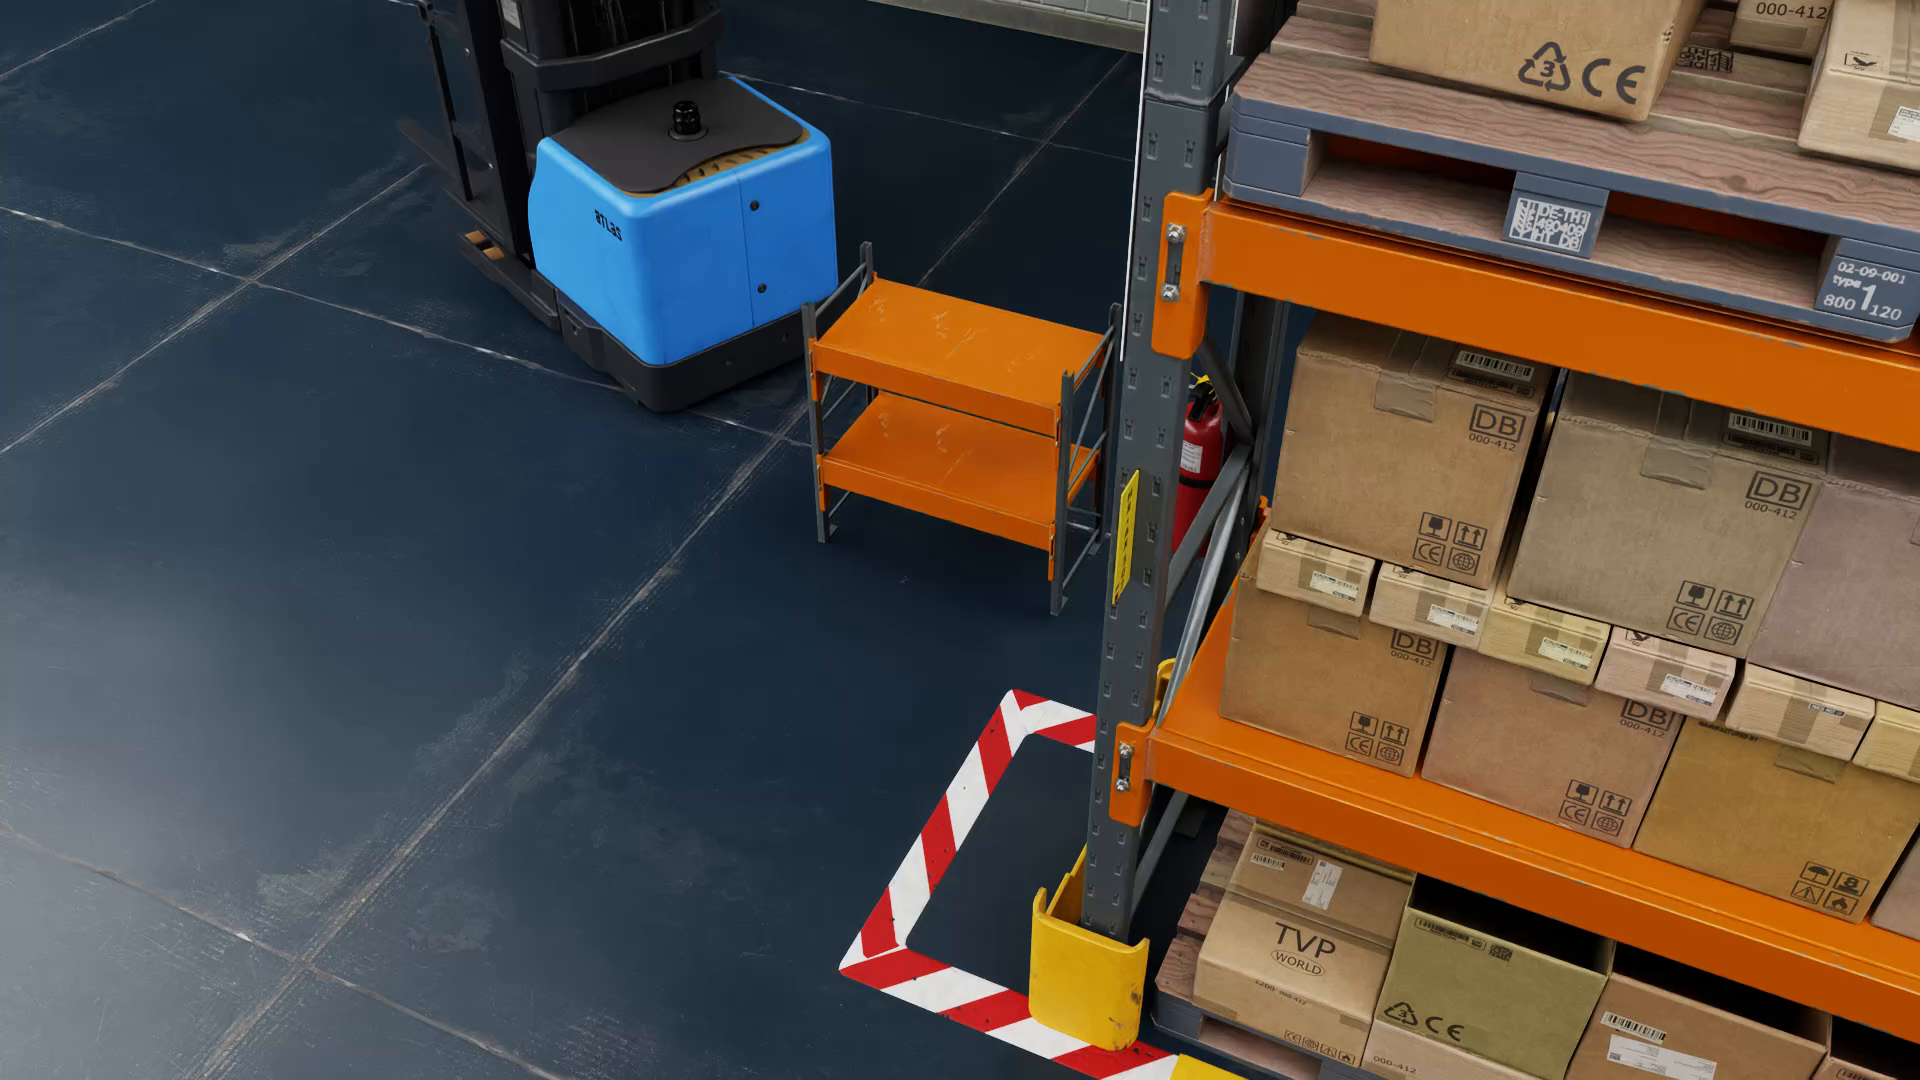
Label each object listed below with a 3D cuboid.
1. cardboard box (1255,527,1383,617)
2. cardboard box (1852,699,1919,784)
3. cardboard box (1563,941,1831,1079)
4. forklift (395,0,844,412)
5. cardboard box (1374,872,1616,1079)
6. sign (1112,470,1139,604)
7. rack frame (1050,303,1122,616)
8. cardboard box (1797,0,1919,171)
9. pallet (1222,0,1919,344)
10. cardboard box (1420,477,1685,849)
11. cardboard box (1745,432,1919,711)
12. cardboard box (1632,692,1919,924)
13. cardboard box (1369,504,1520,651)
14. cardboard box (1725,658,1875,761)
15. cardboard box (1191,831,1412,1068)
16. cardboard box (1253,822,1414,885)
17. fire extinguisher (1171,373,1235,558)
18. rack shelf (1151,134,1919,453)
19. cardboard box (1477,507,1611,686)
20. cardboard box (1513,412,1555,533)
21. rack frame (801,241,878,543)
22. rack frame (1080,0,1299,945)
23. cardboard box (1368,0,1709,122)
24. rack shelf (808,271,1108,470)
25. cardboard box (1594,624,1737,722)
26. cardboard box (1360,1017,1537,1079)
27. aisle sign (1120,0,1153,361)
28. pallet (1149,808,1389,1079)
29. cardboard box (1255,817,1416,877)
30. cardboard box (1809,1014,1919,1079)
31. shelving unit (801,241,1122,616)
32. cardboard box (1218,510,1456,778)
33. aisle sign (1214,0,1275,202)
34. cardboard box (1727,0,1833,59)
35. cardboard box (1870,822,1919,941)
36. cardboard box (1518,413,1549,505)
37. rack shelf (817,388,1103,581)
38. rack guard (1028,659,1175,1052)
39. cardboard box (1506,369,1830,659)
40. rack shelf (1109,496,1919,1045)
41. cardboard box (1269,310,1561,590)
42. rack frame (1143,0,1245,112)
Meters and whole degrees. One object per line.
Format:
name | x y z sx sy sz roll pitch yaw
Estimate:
cardboard box | 0.877 -0.021 3.912 0.250 0.149 0.380 17 44 18
cardboard box | 2.045 0.335 3.502 0.250 0.149 0.380 16 44 18
cardboard box | 1.917 1.171 4.315 0.500 0.500 0.500 17 44 19
forklift | -1.855 -2.572 7.480 1.130 2.935 3.031 -28 48 -28
cardboard box | 1.458 1.041 4.465 0.500 0.500 0.500 17 44 19
sign | 0.372 -0.004 3.743 0.005 0.325 0.100 17 44 19
rack frame | 0.467 -0.282 6.217 0.032 1.125 0.500 17 44 19
cardboard box | 1.604 -0.794 2.850 0.250 0.149 0.380 17 44 19
pallet | 1.242 -0.863 3.233 1.213 0.211 1.003 17 44 19
cardboard box | 1.508 0.267 4.075 0.500 0.500 0.700 18 44 20
cardboard box | 2.014 -0.069 3.473 0.500 0.500 0.700 17 44 19
cardboard box | 1.956 0.408 3.912 0.500 0.500 0.700 17 44 19
cardboard box | 1.118 0.051 3.830 0.250 0.149 0.380 16 43 18
cardboard box | 1.813 0.264 3.583 0.250 0.149 0.380 16 43 17
cardboard box | 1.005 1.187 4.870 0.500 0.250 0.500 17 44 19
cardboard box | 1.223 0.879 5.224 0.500 0.250 0.500 17 44 19
fire extinguisher | 0.702 -0.254 4.811 0.183 0.674 0.296 17 44 19
rack shelf | 2.425 -0.282 3.044 4.000 0.370 1.077 17 44 19
cardboard box | 1.343 0.121 3.749 0.250 0.149 0.380 17 44 19
cardboard box | 1.509 -0.122 4.029 0.250 0.149 0.380 16 44 18
rack frame | -0.455 -0.564 6.542 0.032 1.125 0.500 17 44 19
rack frame | 0.613 0.026 4.430 0.127 3.000 1.000 17 44 19
cardboard box | 1.132 -1.197 3.044 0.637 0.503 0.797 20 45 22
rack shelf | 0.006 -0.644 6.188 1.000 0.278 0.538 17 44 19
cardboard box | 1.571 0.192 3.667 0.250 0.149 0.380 16 44 18
cardboard box | 1.459 1.323 4.712 0.500 0.250 0.500 17 44 19
aisle sign | 0.424 -0.793 3.390 0.004 0.787 0.394 17 44 19
pallet | 1.323 1.266 5.128 1.213 0.211 1.003 17 44 19
cardboard box | 1.224 0.595 4.980 0.500 0.500 0.500 17 44 19
cardboard box | 2.363 1.320 4.143 0.500 0.500 0.500 17 44 19
shelving unit | 0.006 -0.423 6.379 1.048 1.125 0.538 17 44 19
cardboard box | 1.030 0.125 4.239 0.500 0.500 0.700 17 44 19
aisle sign | 0.677 -1.149 3.801 0.004 0.787 0.394 17 44 19
cardboard box | 1.768 -1.100 3.126 0.500 0.250 0.500 17 44 19
cardboard box | 2.434 0.552 3.747 0.500 0.500 0.700 18 44 20
cardboard box | 1.277 -0.193 4.111 0.250 0.149 0.380 18 44 20
rack shelf | 0.006 -0.238 6.540 1.000 0.278 0.538 17 44 19
rack guard | 0.591 0.964 5.257 0.348 0.500 1.175 17 44 19
cardboard box | 1.557 -0.208 3.633 0.500 0.500 0.700 16 43 18
rack shelf | 2.425 0.851 4.027 4.000 0.370 1.077 17 44 19
cardboard box | 1.078 -0.351 3.798 0.500 0.500 0.700 17 44 19
rack frame | 0.613 -2.241 2.465 0.127 3.000 1.000 17 44 19
